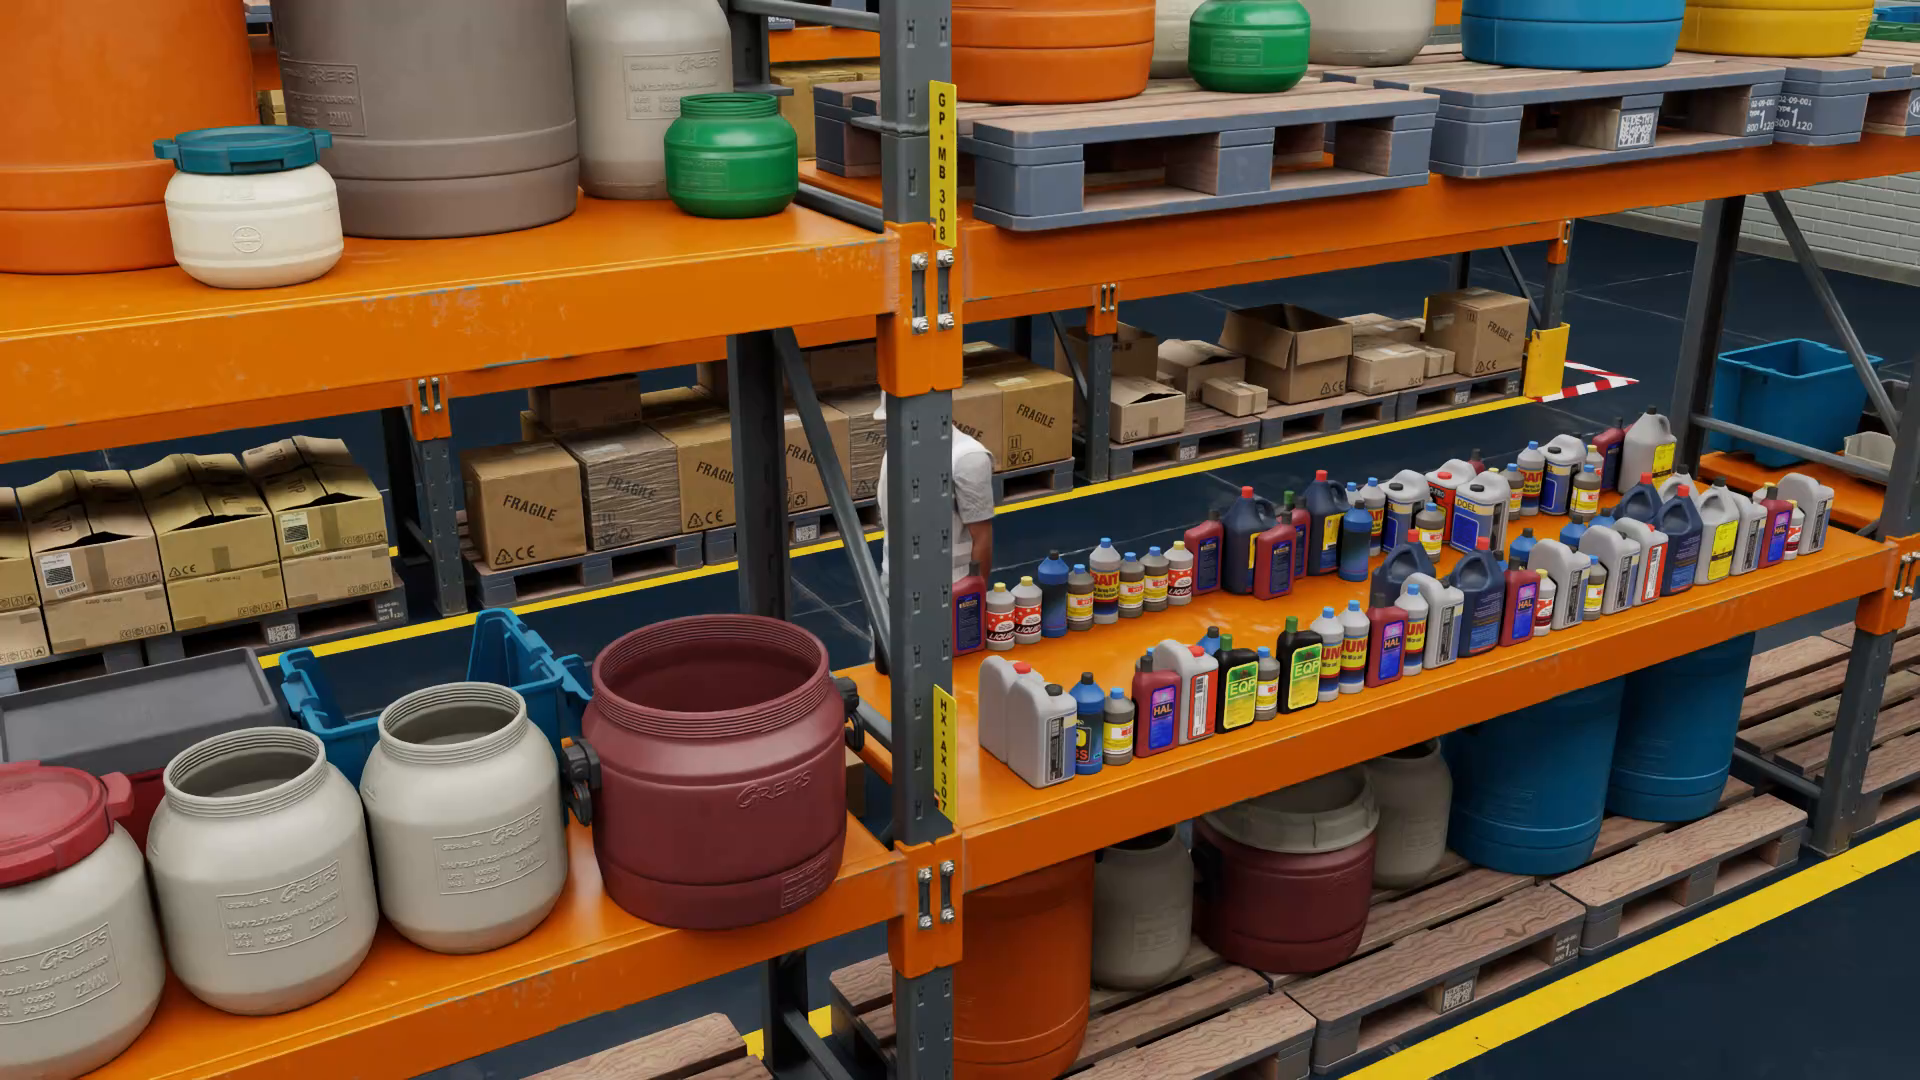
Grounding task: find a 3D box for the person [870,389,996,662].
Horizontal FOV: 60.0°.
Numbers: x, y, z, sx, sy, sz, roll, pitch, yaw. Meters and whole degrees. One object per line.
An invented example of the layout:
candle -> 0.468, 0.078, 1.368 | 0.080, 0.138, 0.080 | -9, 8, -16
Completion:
person -> -0.111, 0.181, 6.587 | 0.666, 1.792, 0.396 | 19, 29, 40
